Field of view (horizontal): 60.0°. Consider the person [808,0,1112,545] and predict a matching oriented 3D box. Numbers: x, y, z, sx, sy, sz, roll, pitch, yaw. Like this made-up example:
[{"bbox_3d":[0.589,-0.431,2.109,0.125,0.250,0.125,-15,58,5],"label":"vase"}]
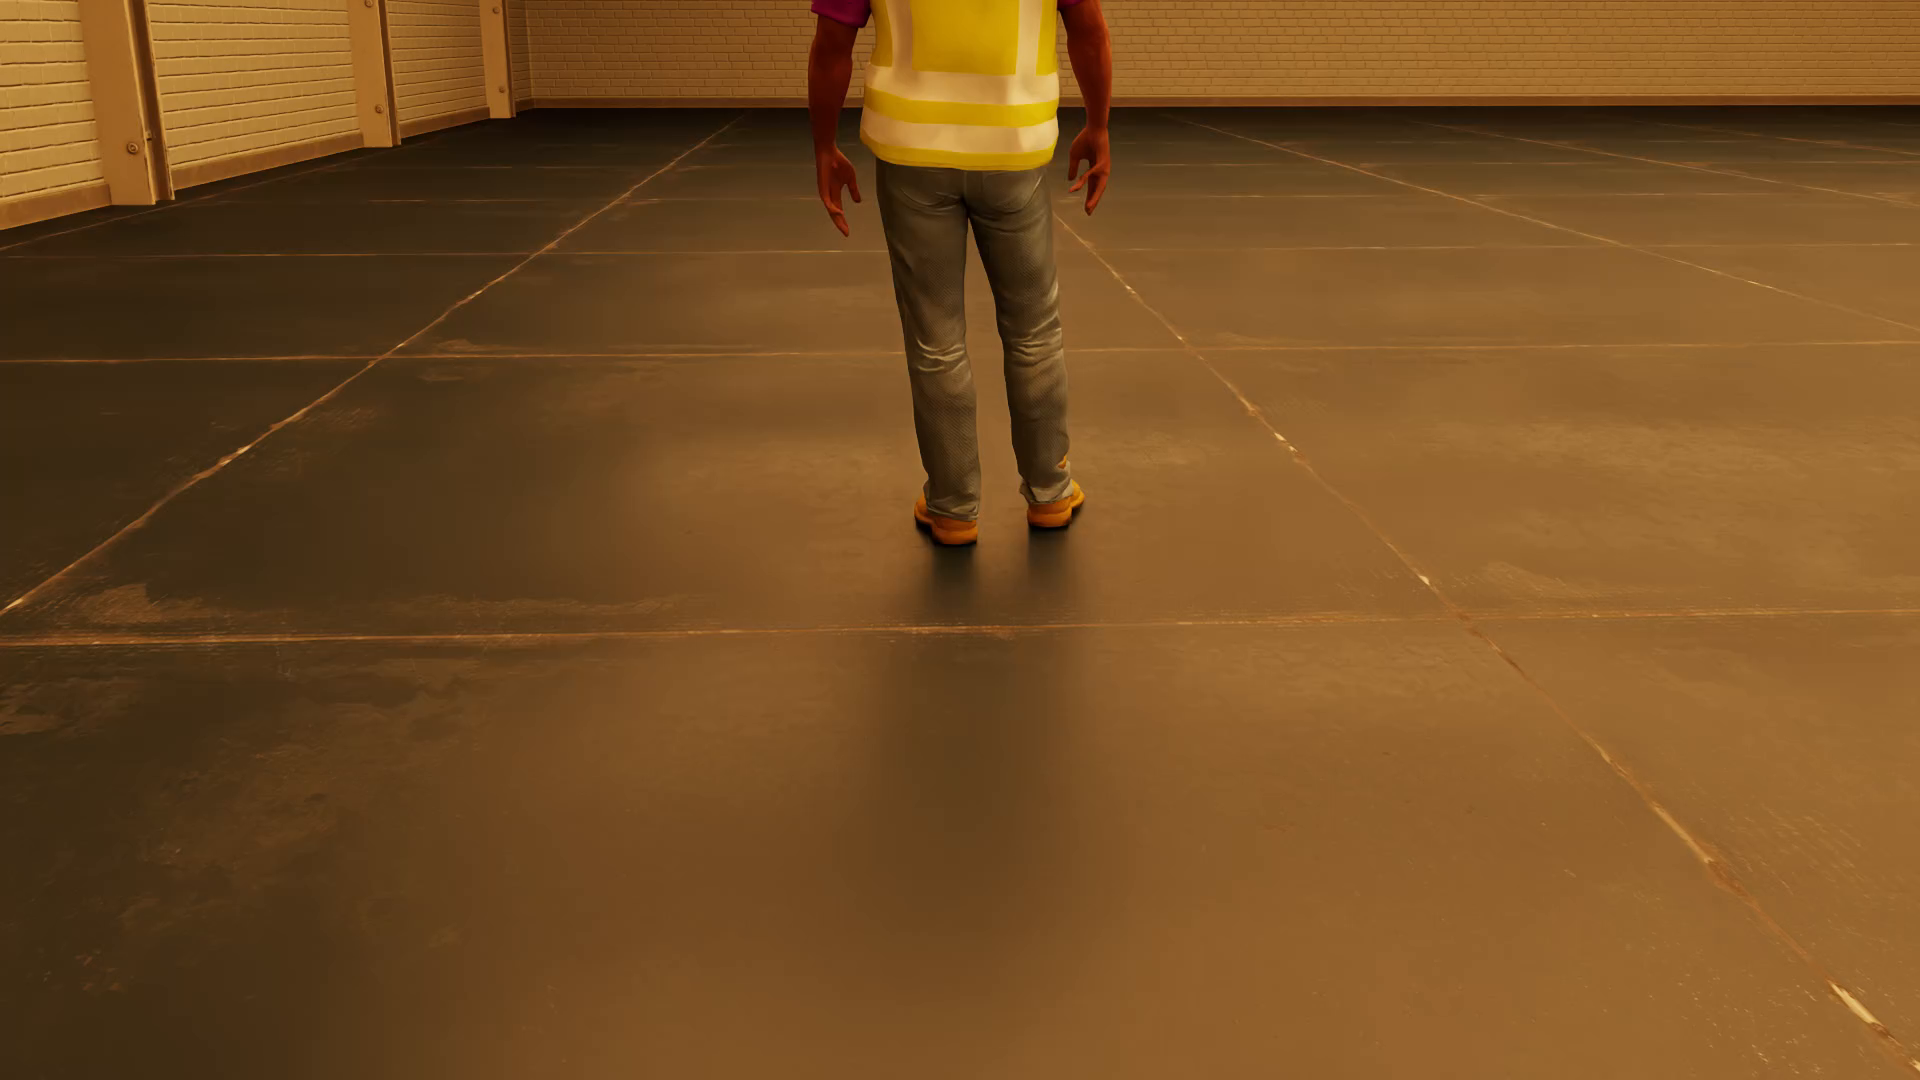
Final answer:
[{"bbox_3d":[0.001,-0.872,3.725,0.666,1.768,0.575,-1,17,-3],"label":"person"}]
